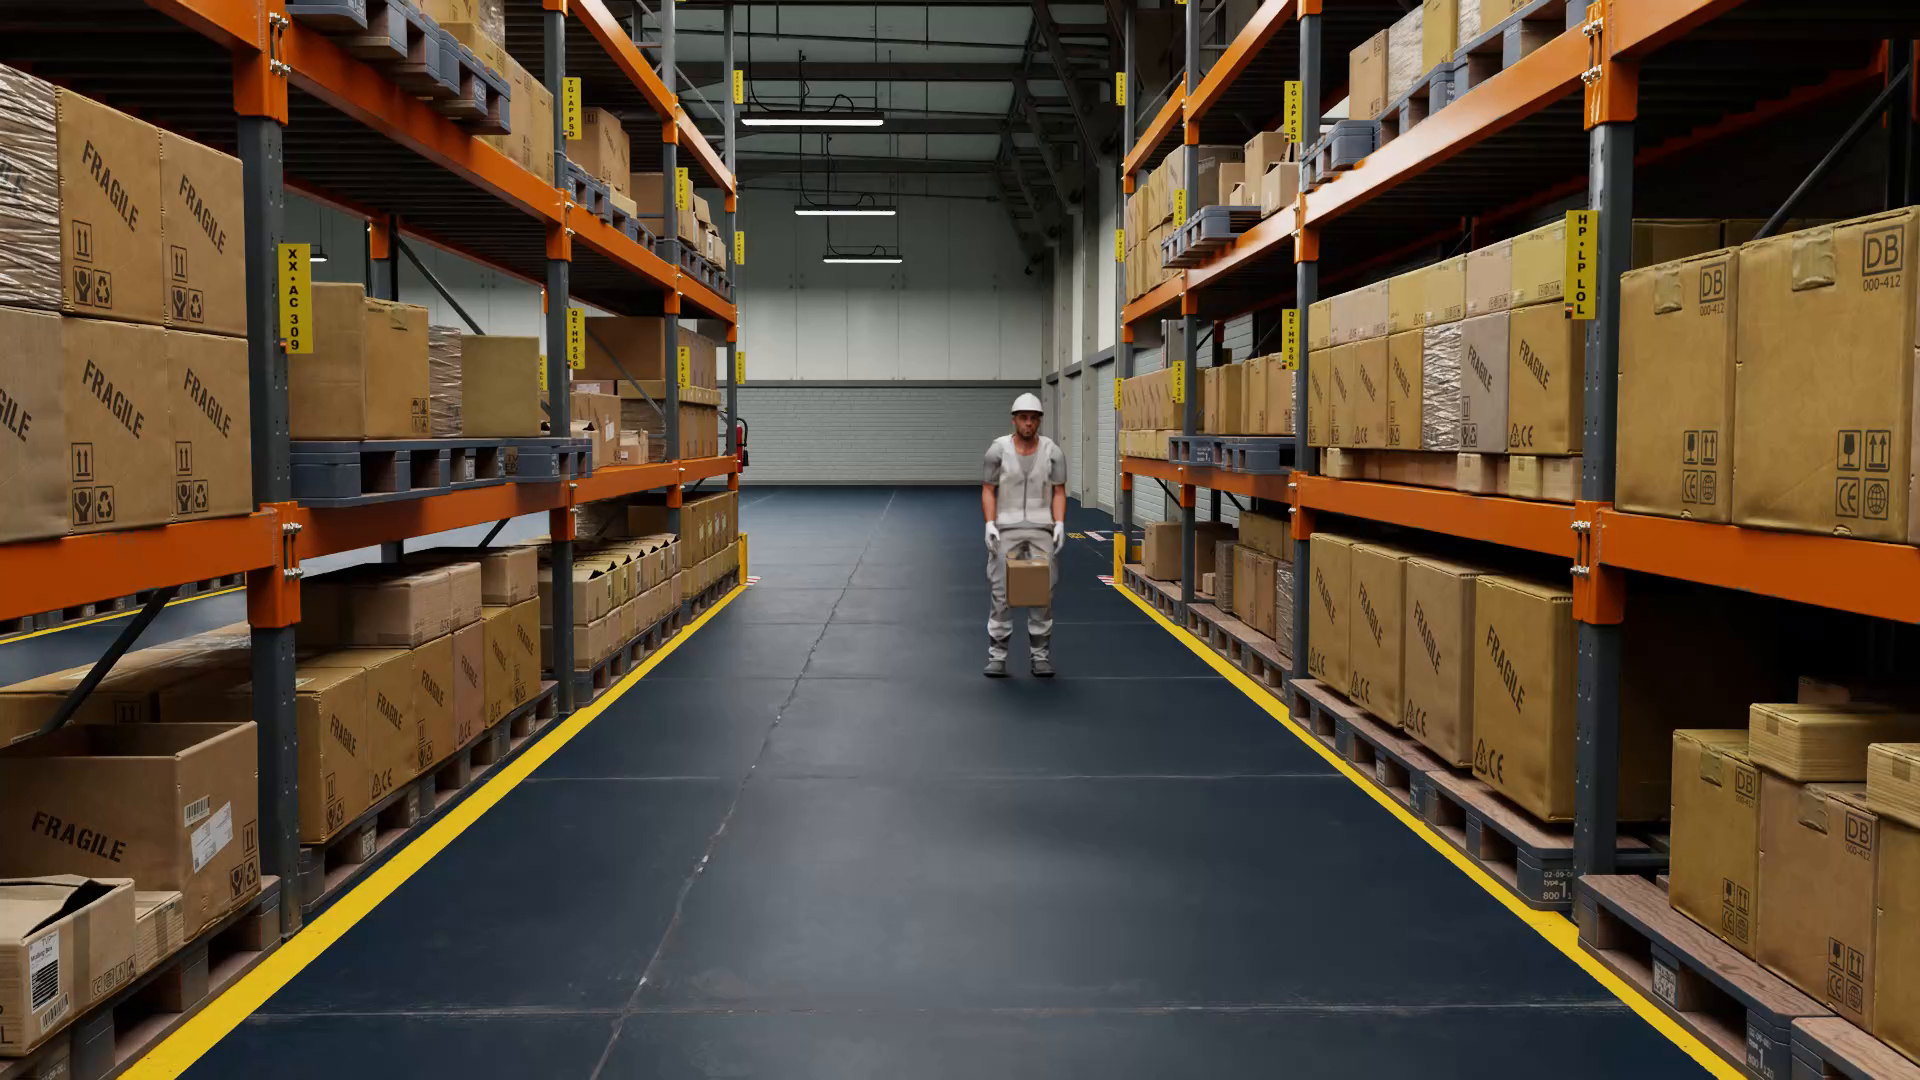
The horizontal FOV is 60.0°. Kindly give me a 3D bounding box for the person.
[{"bbox_3d":[0.410,-0.036,10.558,0.547,1.787,0.404,0,4,-3],"label":"person"}]
